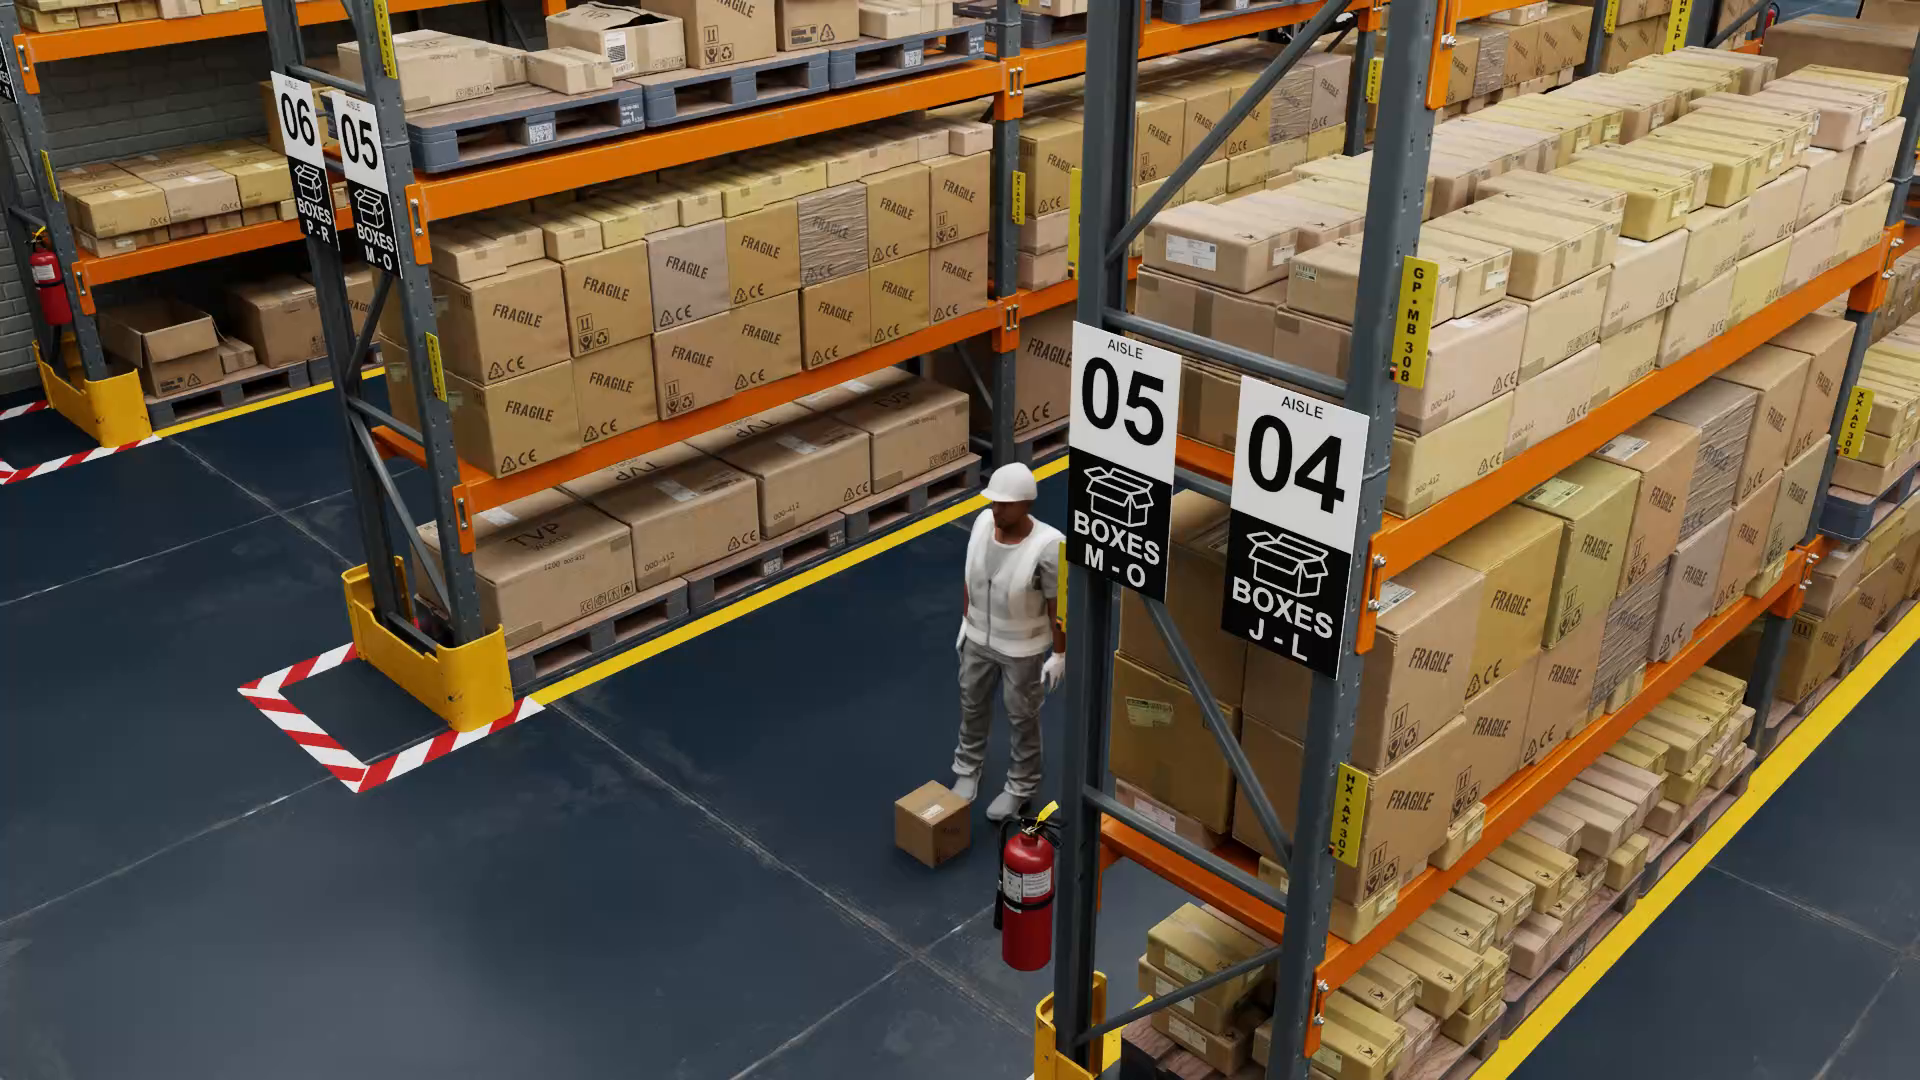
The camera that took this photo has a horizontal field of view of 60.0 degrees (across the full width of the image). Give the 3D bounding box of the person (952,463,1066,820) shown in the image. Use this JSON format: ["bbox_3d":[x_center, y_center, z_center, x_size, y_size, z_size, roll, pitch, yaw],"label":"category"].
[{"bbox_3d":[0.209,0.478,7.673,0.614,1.799,0.388,21,34,34],"label":"person"}]
